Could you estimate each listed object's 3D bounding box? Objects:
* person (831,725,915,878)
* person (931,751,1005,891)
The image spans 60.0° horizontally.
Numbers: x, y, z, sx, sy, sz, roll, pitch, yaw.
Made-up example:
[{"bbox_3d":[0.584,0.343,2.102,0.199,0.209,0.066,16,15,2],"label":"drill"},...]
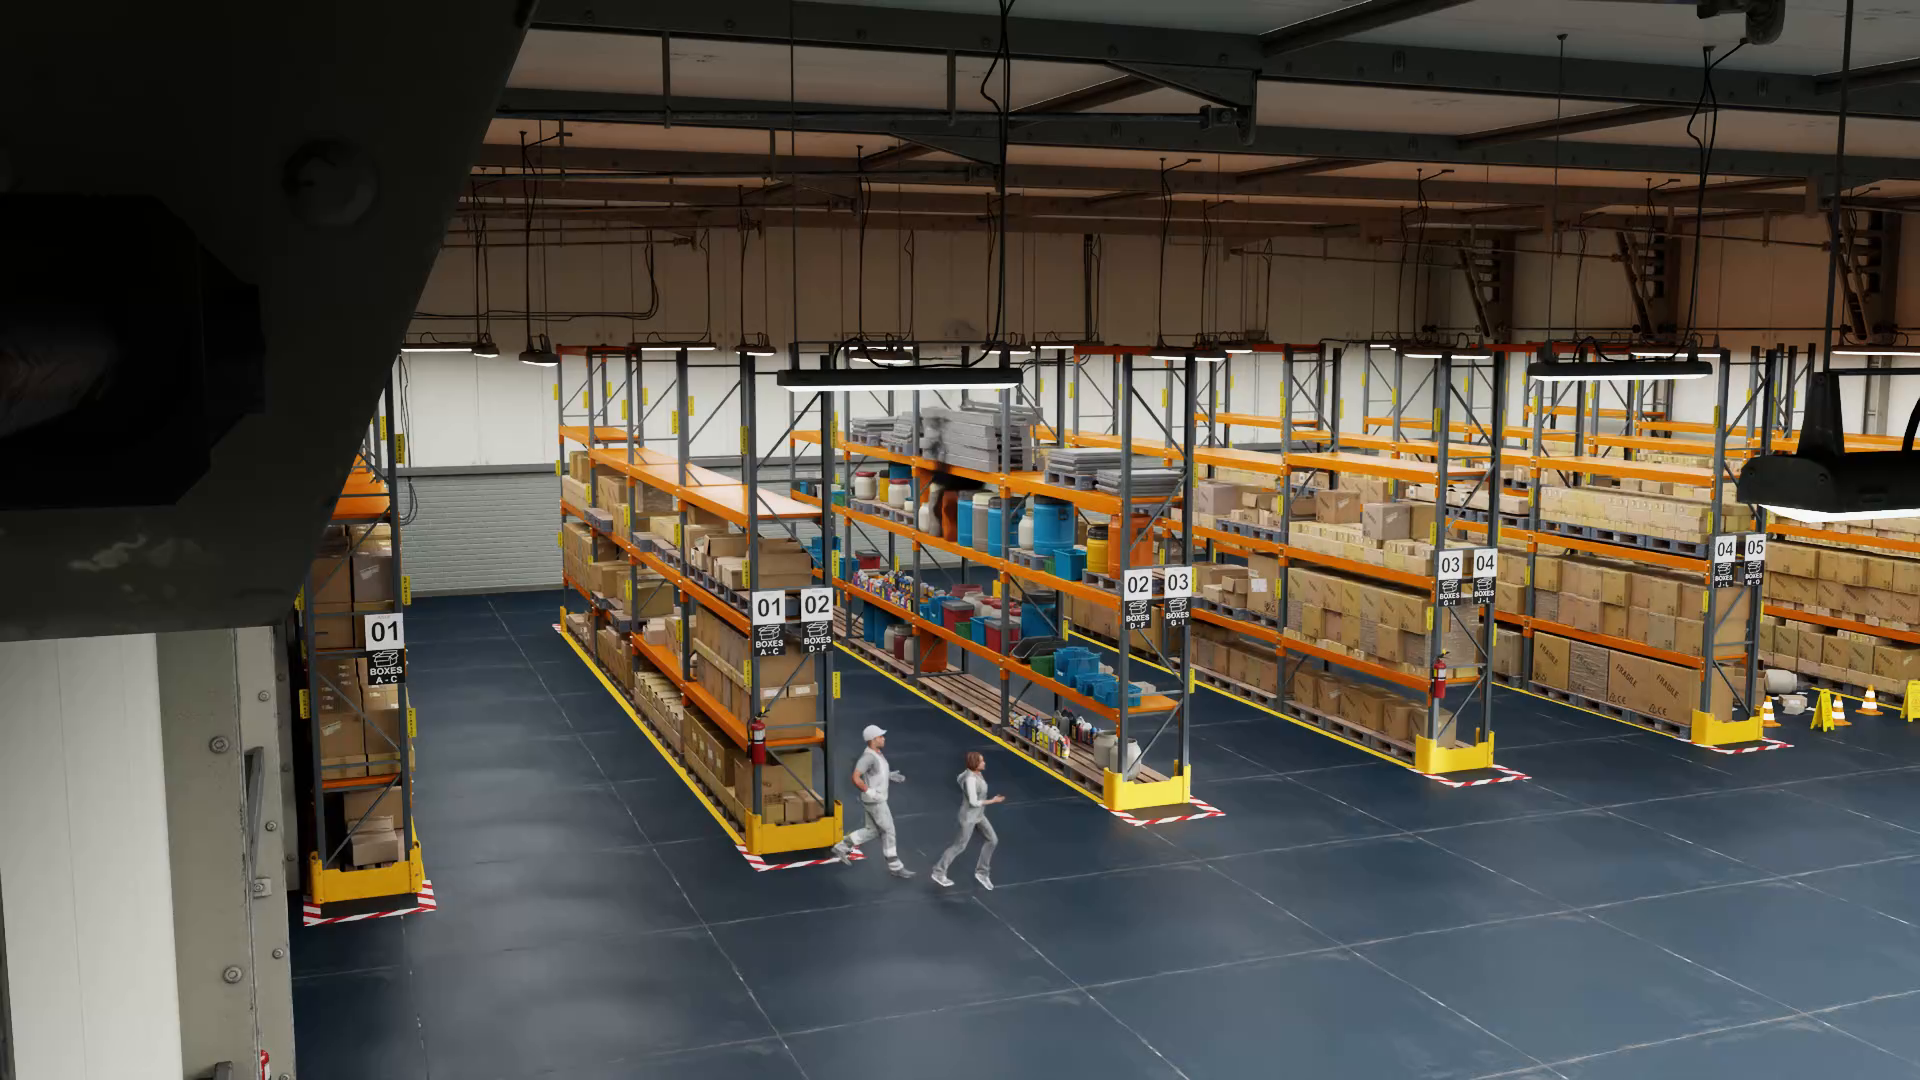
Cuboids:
[{"bbox_3d":[-1.008,3.015,19.176,0.980,1.792,0.656,0,7,-2],"label":"person"},{"bbox_3d":[0.107,3.166,18.771,0.834,1.623,0.547,2,7,14],"label":"person"}]
